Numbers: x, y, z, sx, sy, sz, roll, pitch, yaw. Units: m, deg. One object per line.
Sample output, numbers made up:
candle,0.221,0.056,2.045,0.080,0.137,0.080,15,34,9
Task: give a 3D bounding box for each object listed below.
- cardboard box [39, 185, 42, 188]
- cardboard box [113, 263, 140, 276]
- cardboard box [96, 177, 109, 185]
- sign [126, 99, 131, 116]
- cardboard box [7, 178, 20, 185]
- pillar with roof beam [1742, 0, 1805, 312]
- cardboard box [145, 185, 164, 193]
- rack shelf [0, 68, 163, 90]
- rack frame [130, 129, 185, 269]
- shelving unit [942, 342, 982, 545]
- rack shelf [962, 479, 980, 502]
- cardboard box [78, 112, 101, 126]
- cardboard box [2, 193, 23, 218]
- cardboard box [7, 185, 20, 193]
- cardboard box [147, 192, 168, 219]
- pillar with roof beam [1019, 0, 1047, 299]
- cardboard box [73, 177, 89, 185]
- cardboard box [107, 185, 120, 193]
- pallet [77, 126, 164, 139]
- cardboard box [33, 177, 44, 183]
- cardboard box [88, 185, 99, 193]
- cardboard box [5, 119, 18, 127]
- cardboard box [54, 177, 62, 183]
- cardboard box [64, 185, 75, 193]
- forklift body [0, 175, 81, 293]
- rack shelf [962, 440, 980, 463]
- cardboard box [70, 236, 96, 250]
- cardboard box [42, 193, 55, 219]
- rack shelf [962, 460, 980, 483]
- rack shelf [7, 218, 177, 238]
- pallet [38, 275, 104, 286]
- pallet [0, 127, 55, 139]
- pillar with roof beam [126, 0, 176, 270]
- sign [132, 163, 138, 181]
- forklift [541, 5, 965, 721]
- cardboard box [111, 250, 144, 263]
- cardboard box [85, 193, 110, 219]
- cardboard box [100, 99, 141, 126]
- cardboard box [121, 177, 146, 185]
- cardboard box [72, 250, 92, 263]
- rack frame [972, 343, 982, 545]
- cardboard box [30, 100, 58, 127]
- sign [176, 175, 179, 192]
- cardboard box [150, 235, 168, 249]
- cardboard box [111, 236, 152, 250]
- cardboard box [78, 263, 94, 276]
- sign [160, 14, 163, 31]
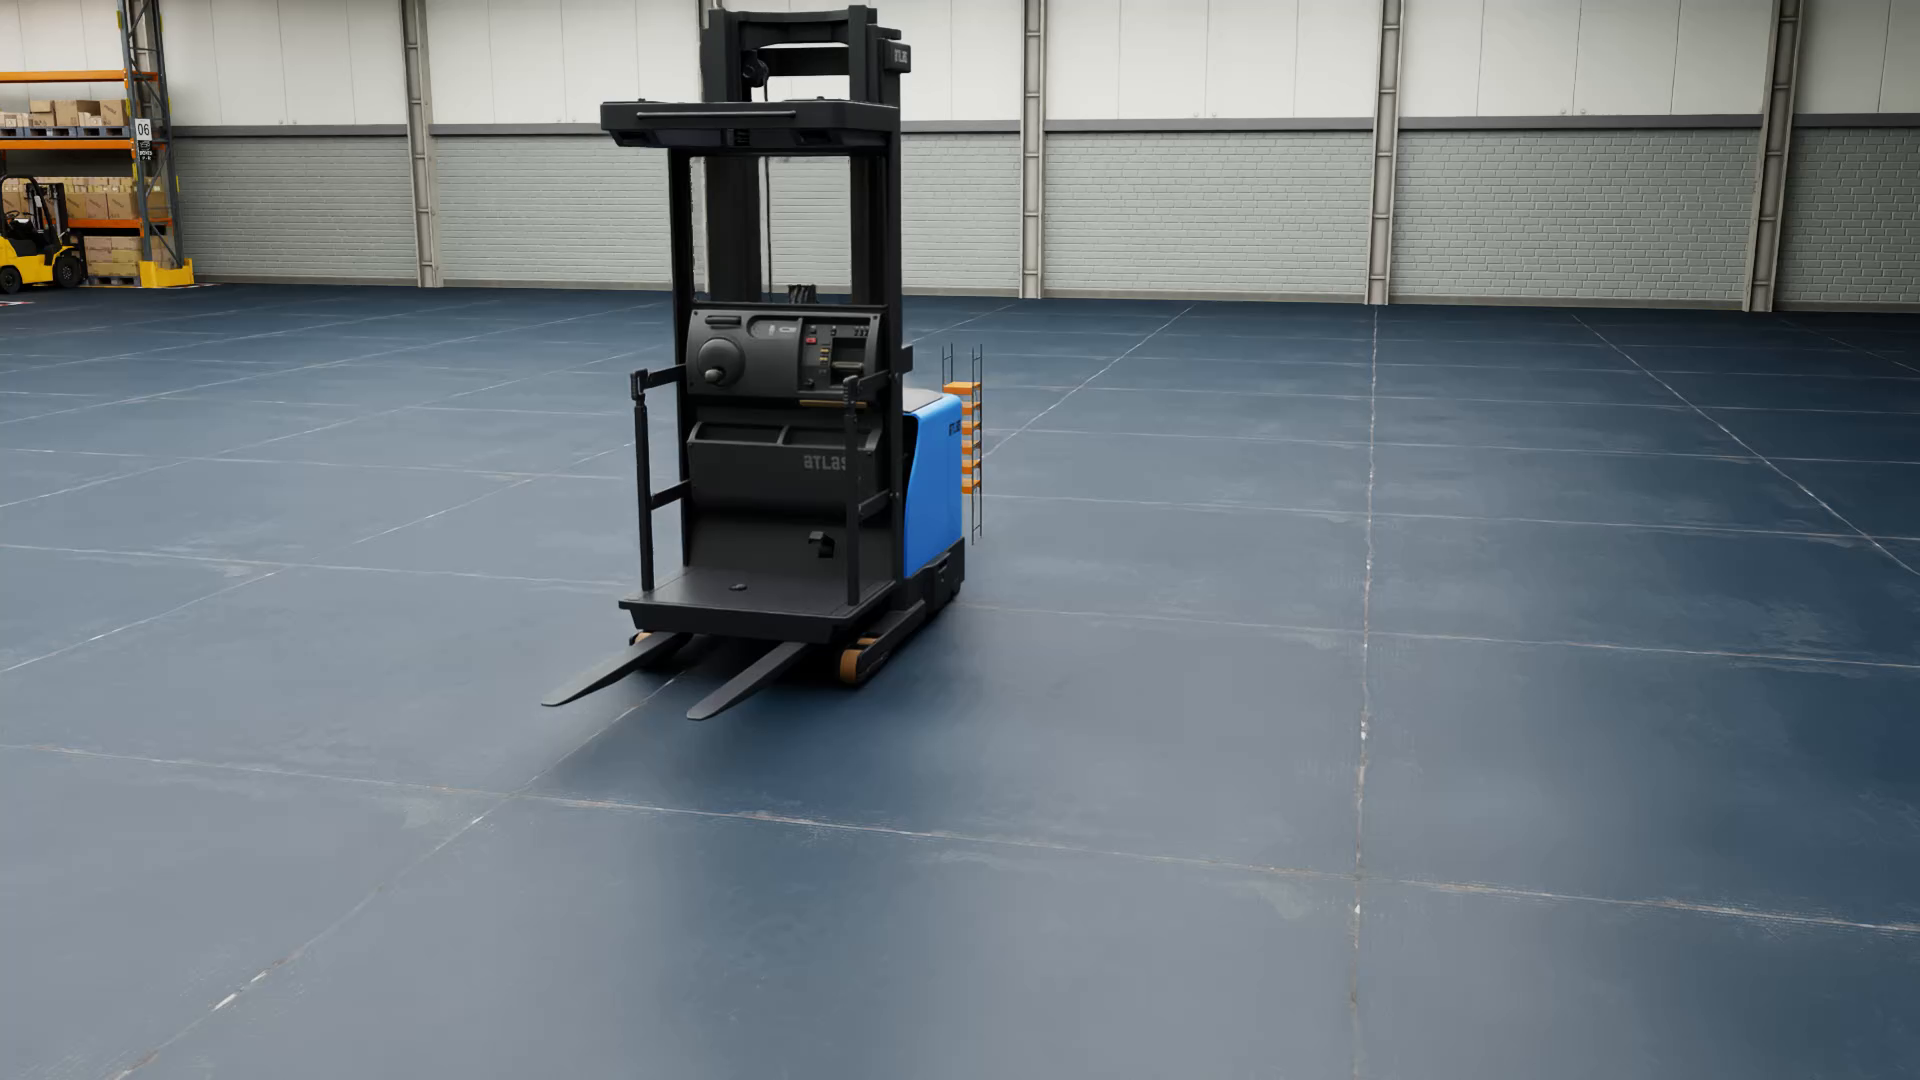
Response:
cardboard box,-18.134,-6.943,32.874,0.250,0.149,0.380,3,13,12
cardboard box,-16.265,-5.335,32.733,0.500,0.250,0.500,3,13,14
cardboard box,-16.638,-7.014,32.505,0.250,0.149,0.380,3,13,15
sign,-15.876,-8.259,31.747,0.005,0.325,0.100,3,13,14
cardboard box,-18.627,-7.113,32.953,0.250,0.149,0.380,3,13,15
pillar with roof beam,11.902,-7.207,21.940,0.400,9.000,9.100,3,13,14
cardboard box,-16.000,-6.952,32.915,0.250,0.149,0.380,3,13,12
rack shelf,-17.674,-9.000,32.610,4.000,0.370,1.077,3,13,14
rack frame,-15.733,-6.514,32.671,0.127,3.000,1.000,3,13,14
shelving unit,0.014,-0.585,10.100,0.189,1.200,0.258,3,13,14
rack shelf,0.014,-0.307,10.162,0.180,0.103,0.258,3,13,14
cardboard box,-16.856,-8.159,32.269,0.258,0.266,0.396,3,13,14
cardboard box,-18.738,-6.669,33.138,0.500,0.500,0.500,3,13,15
cardboard box,-18.637,-6.966,32.980,0.250,0.149,0.380,3,13,15
cardboard box,-16.147,-6.647,33.039,0.500,0.500,0.500,3,13,15
pillar with roof beam,0.251,-7.829,24.747,0.400,9.000,9.100,3,13,14
cardboard box,-17.142,-7.032,32.589,0.250,0.149,0.380,3,13,15
cardboard box,-16.392,-6.846,32.437,0.250,0.149,0.380,3,13,14
pallet,-16.413,-7.978,32.545,1.213,0.211,1.003,3,13,14
cardboard box,-18.108,-7.104,32.911,0.250,0.149,0.380,3,13,13
cardboard box,-16.867,-6.888,32.624,0.250,0.149,0.380,3,13,13
cardboard box,-18.507,-8.191,32.680,0.250,0.149,0.380,3,13,15
cardboard box,-17.622,-7.078,32.794,0.250,0.149,0.380,3,13,14
cardboard box,-17.388,-6.900,32.682,0.250,0.149,0.380,3,13,14
forklift body,-18.011,-5.815,31.477,1.214,2.155,2.313,3,13,14
rack shelf,0.014,-0.542,10.110,0.180,0.103,0.258,3,13,14
cardboard box,-17.244,-5.873,32.849,0.500,0.250,0.500,3,13,14
cardboard box,-17.763,-6.613,32.883,0.500,0.500,0.500,3,13,14
rack shelf,0.014,-0.424,10.136,0.180,0.103,0.258,3,13,14
rack shelf,-17.674,-6.267,33.216,4.000,0.370,1.077,3,13,14
pallet,-17.666,-5.248,33.399,1.213,0.211,1.003,3,13,14
pallet,-18.782,-8.104,33.116,1.213,0.211,1.003,3,13,14
pillar with roof beam,-17.224,-8.764,28.957,0.400,9.000,9.100,3,13,14
sign,-15.876,-7.082,32.008,0.005,0.325,0.100,3,13,14
forklift,-0.870,-0.880,7.432,1.130,2.935,3.031,4,13,16
cardboard box,-16.280,-5.581,32.686,0.500,0.250,0.500,3,13,13
cardboard box,-16.775,-6.562,32.656,0.500,0.500,0.500,3,13,15
cardboard box,-16.221,-8.253,32.151,0.500,0.500,0.500,3,13,15
cardboard box,-16.131,-6.999,32.441,0.250,0.149,0.380,3,13,14
cardboard box,-17.271,-5.631,32.915,0.500,0.250,0.500,3,13,12
rack frame,0.103,-0.580,10.079,0.006,1.200,0.240,3,13,14
cardboard box,-17.750,-8.367,32.658,0.637,0.503,0.797,3,13,15
sign,-15.594,-7.092,33.093,0.005,0.325,0.100,3,13,14
cardboard box,-16.154,-5.930,33.106,0.500,0.250,0.500,3,13,13
cardboard box,-16.255,-5.823,32.627,0.500,0.250,0.500,4,13,15
cardboard box,-17.229,-5.391,32.984,0.500,0.250,0.500,3,13,14
sign,-15.594,-10.093,32.427,0.005,0.325,0.100,3,13,14
